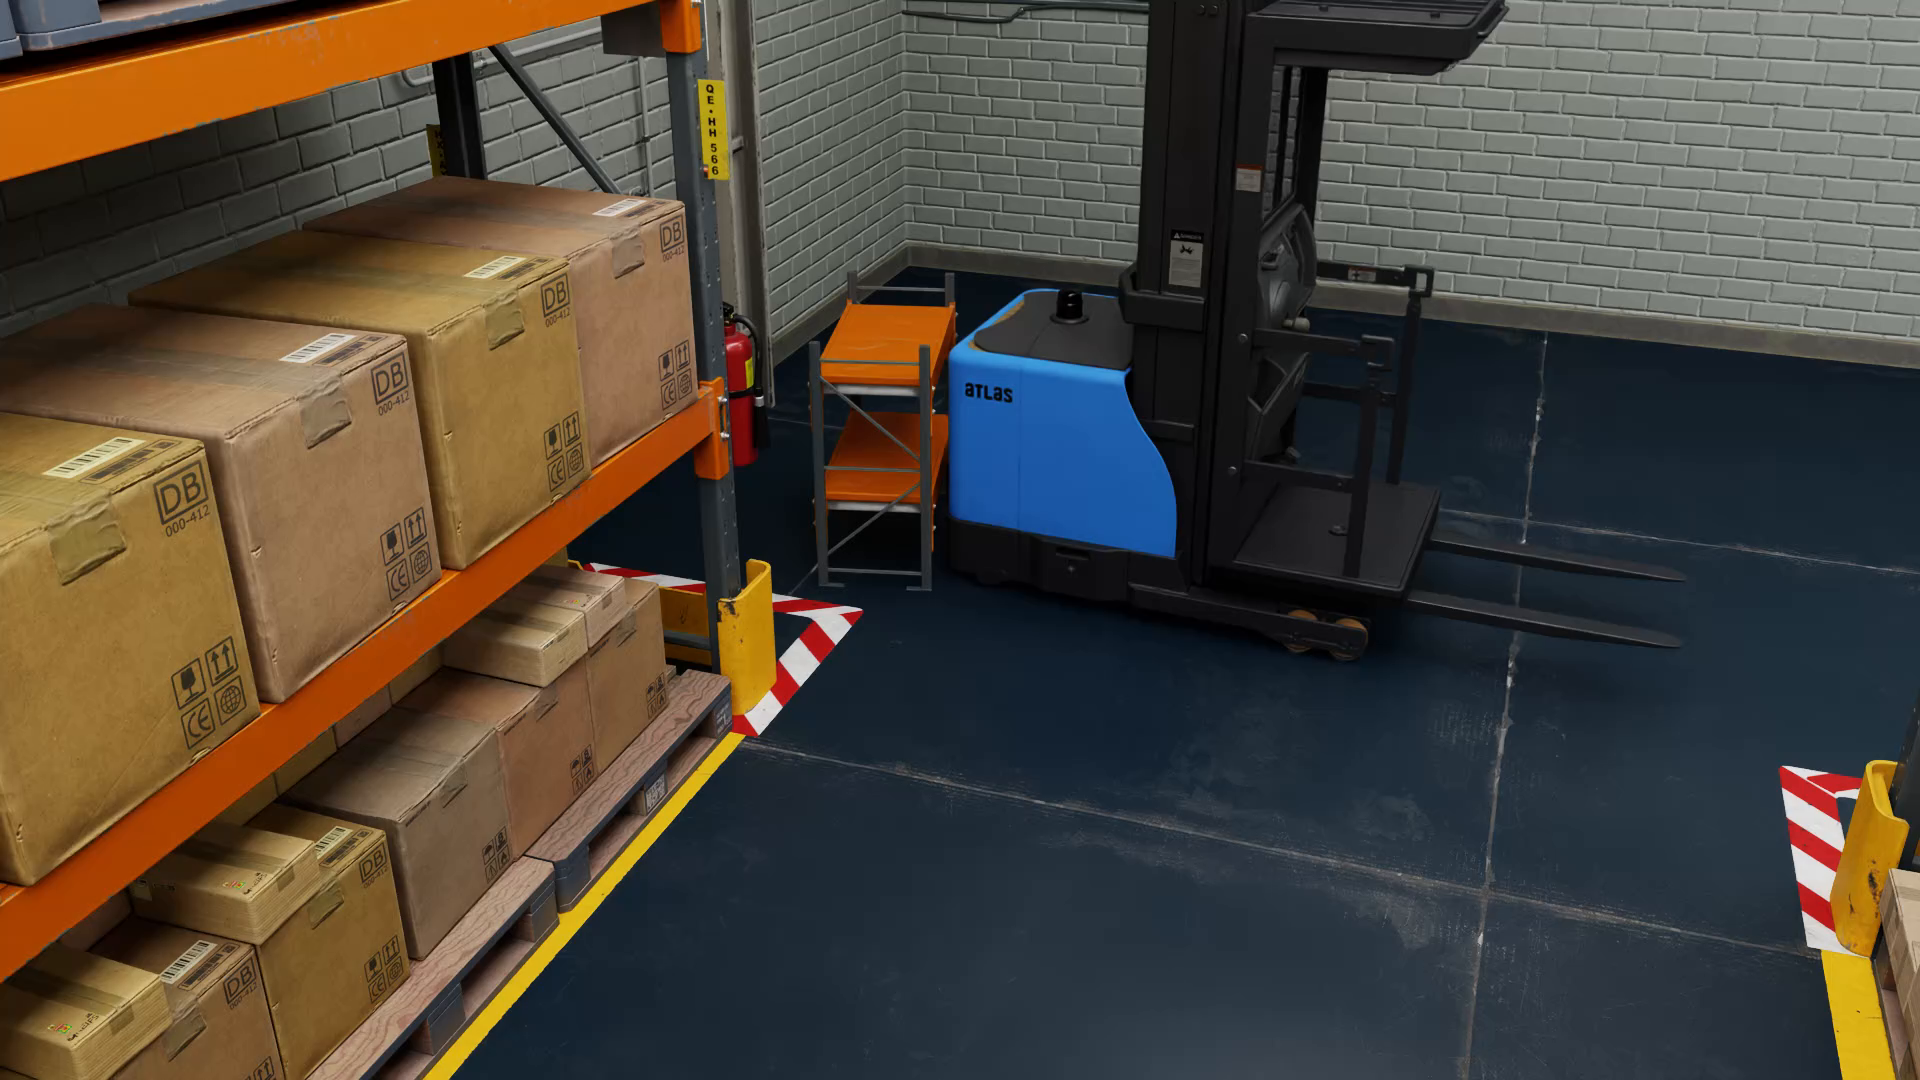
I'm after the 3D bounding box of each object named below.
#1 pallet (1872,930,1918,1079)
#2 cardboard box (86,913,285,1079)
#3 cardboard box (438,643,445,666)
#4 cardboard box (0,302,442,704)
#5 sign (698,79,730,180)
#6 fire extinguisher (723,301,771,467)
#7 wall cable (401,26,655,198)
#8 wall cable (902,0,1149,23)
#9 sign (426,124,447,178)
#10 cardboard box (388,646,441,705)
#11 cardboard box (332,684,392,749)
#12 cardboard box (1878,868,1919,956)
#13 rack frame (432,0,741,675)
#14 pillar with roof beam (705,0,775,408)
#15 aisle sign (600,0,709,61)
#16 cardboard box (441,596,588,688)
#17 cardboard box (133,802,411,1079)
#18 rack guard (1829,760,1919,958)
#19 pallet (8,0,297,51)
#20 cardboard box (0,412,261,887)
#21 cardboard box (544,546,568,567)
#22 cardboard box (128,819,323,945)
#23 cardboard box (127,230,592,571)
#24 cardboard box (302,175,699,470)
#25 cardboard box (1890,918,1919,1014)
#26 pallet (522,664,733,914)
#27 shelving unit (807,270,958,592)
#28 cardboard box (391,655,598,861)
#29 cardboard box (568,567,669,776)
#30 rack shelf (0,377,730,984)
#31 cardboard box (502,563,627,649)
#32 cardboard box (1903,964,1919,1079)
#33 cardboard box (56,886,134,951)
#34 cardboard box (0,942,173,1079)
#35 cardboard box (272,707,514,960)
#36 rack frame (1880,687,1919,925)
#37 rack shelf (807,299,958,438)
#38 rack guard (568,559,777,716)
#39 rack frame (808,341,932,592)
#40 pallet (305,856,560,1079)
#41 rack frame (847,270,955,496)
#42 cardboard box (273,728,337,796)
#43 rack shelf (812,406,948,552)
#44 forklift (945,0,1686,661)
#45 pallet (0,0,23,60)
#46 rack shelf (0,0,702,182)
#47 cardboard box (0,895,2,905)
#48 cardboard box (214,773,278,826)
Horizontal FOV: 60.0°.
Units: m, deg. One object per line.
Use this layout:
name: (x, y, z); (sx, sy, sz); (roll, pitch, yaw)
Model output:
pallet: (3.057, 1.517, 4.376); (1.003, 0.211, 1.213); (9, 27, 17)
cardboard box: (-2.141, 1.267, 4.077); (0.700, 0.500, 0.500); (8, 27, 17)
cardboard box: (-1.779, 0.260, 5.413); (0.380, 0.149, 0.250); (9, 27, 18)
cardboard box: (-1.980, -0.126, 4.223); (0.980, 0.700, 0.700); (7, 27, 15)
sign: (-0.819, -1.358, 5.512); (0.100, 0.325, 0.005); (9, 27, 17)
fire extinguisher: (-0.840, -0.607, 6.078); (0.296, 0.674, 0.183); (9, 27, 17)
wall cable: (-1.792, -1.935, 7.138); (0.084, 1.984, 1.851); (9, 27, 17)
wall cable: (0.893, -4.389, 10.053); (3.097, 2.526, 0.112); (9, 27, 17)
sign: (-1.847, -1.323, 5.955); (0.100, 0.325, 0.005); (9, 27, 17)
cardboard box: (-1.863, 0.363, 5.201); (0.380, 0.149, 0.250); (9, 27, 18)
cardboard box: (-1.947, 0.467, 4.985); (0.380, 0.149, 0.250); (9, 27, 18)
cardboard box: (2.883, 1.110, 4.782); (0.380, 0.149, 0.250); (9, 27, 17)
rack frame: (-1.326, -0.814, 5.990); (1.000, 3.000, 0.127); (9, 27, 17)
pillar with roof beam: (2.817, -4.125, 5.944); (9.100, 9.000, 0.400); (9, 27, 17)
aisle sign: (-1.019, -1.970, 5.394); (0.394, 0.787, 0.004); (9, 27, 17)
cardboard box: (-1.420, 0.316, 5.297); (0.380, 0.149, 0.250); (9, 27, 19)
cardboard box: (-1.968, 1.057, 4.512); (0.700, 0.500, 0.500); (9, 27, 19)
rack guard: (3.322, 1.059, 4.989); (1.175, 0.500, 0.348); (9, 27, 17)
pallet: (-1.967, -1.315, 3.684); (1.003, 0.211, 1.213); (9, 27, 17)
cardboard box: (-2.213, 0.175, 3.603); (0.980, 0.700, 0.700); (8, 27, 16)
cardboard box: (-1.611, 0.052, 5.844); (0.380, 0.149, 0.250); (9, 27, 18)
cardboard box: (-1.852, 0.852, 4.190); (0.380, 0.149, 0.250); (8, 27, 16)
cardboard box: (-1.718, -0.438, 4.868); (0.980, 0.700, 0.700); (9, 27, 17)
cardboard box: (-1.486, -0.738, 5.489); (0.980, 0.700, 0.700); (10, 28, 20)
cardboard box: (2.800, 1.205, 4.566); (0.380, 0.166, 0.250); (9, 27, 17)
pallet: (-1.518, 0.781, 5.895); (1.003, 0.211, 1.213); (9, 27, 17)
shelving unit: (-0.324, -0.518, 7.529); (0.538, 1.125, 1.048); (2, 26, 5)
cardboard box: (-1.631, 0.630, 5.394); (0.700, 0.500, 0.500); (9, 27, 17)
cardboard box: (-1.464, 0.424, 5.819); (0.700, 0.500, 0.500); (9, 27, 17)
rack shelf: (-1.991, 0.331, 4.449); (1.077, 0.370, 4.000); (9, 27, 17)
cardboard box: (-1.335, 0.211, 5.514); (0.380, 0.149, 0.250); (8, 27, 17)
cardboard box: (2.732, 1.330, 4.212); (0.500, 0.250, 0.500); (9, 27, 17)
cardboard box: (-2.286, 0.887, 4.119); (0.380, 0.149, 0.250); (8, 27, 16)
cardboard box: (-2.025, 1.067, 3.747); (0.380, 0.149, 0.250); (10, 27, 19)
cardboard box: (-1.798, 0.836, 4.967); (0.700, 0.500, 0.500); (8, 27, 16)
rack frame: (3.347, -0.097, 4.509); (1.000, 3.000, 0.127); (9, 27, 17)
rack shelf: (-0.324, -0.781, 7.402); (0.538, 0.278, 1.000); (2, 26, 5)
rack guard: (-1.318, 0.301, 6.555); (1.175, 0.500, 0.348); (9, 27, 17)
rack frame: (-0.373, -0.298, 7.074); (0.500, 1.125, 0.032); (2, 26, 5)
pallet: (-1.926, 1.280, 4.863); (1.003, 0.211, 1.213); (9, 27, 17)
rack frame: (-0.276, -0.739, 7.985); (0.500, 1.125, 0.032); (2, 26, 5)
cardboard box: (-2.032, 0.573, 4.767); (0.380, 0.149, 0.250); (9, 27, 18)
rack shelf: (-0.324, -0.298, 7.636); (0.538, 0.278, 1.000); (2, 26, 5)
forklift: (1.502, -1.094, 6.646); (3.031, 2.935, 1.130); (10, 28, 20)
pallet: (-2.375, -0.815, 2.652); (1.003, 0.211, 1.213); (9, 27, 17)
rack shelf: (-1.991, -1.019, 3.795); (1.077, 0.370, 4.000); (9, 27, 17)
cardboard box: (-2.461, 0.474, 2.985); (0.980, 0.700, 0.700); (9, 27, 18)
cardboard box: (-2.116, 0.677, 4.552); (0.380, 0.149, 0.250); (8, 27, 17)
